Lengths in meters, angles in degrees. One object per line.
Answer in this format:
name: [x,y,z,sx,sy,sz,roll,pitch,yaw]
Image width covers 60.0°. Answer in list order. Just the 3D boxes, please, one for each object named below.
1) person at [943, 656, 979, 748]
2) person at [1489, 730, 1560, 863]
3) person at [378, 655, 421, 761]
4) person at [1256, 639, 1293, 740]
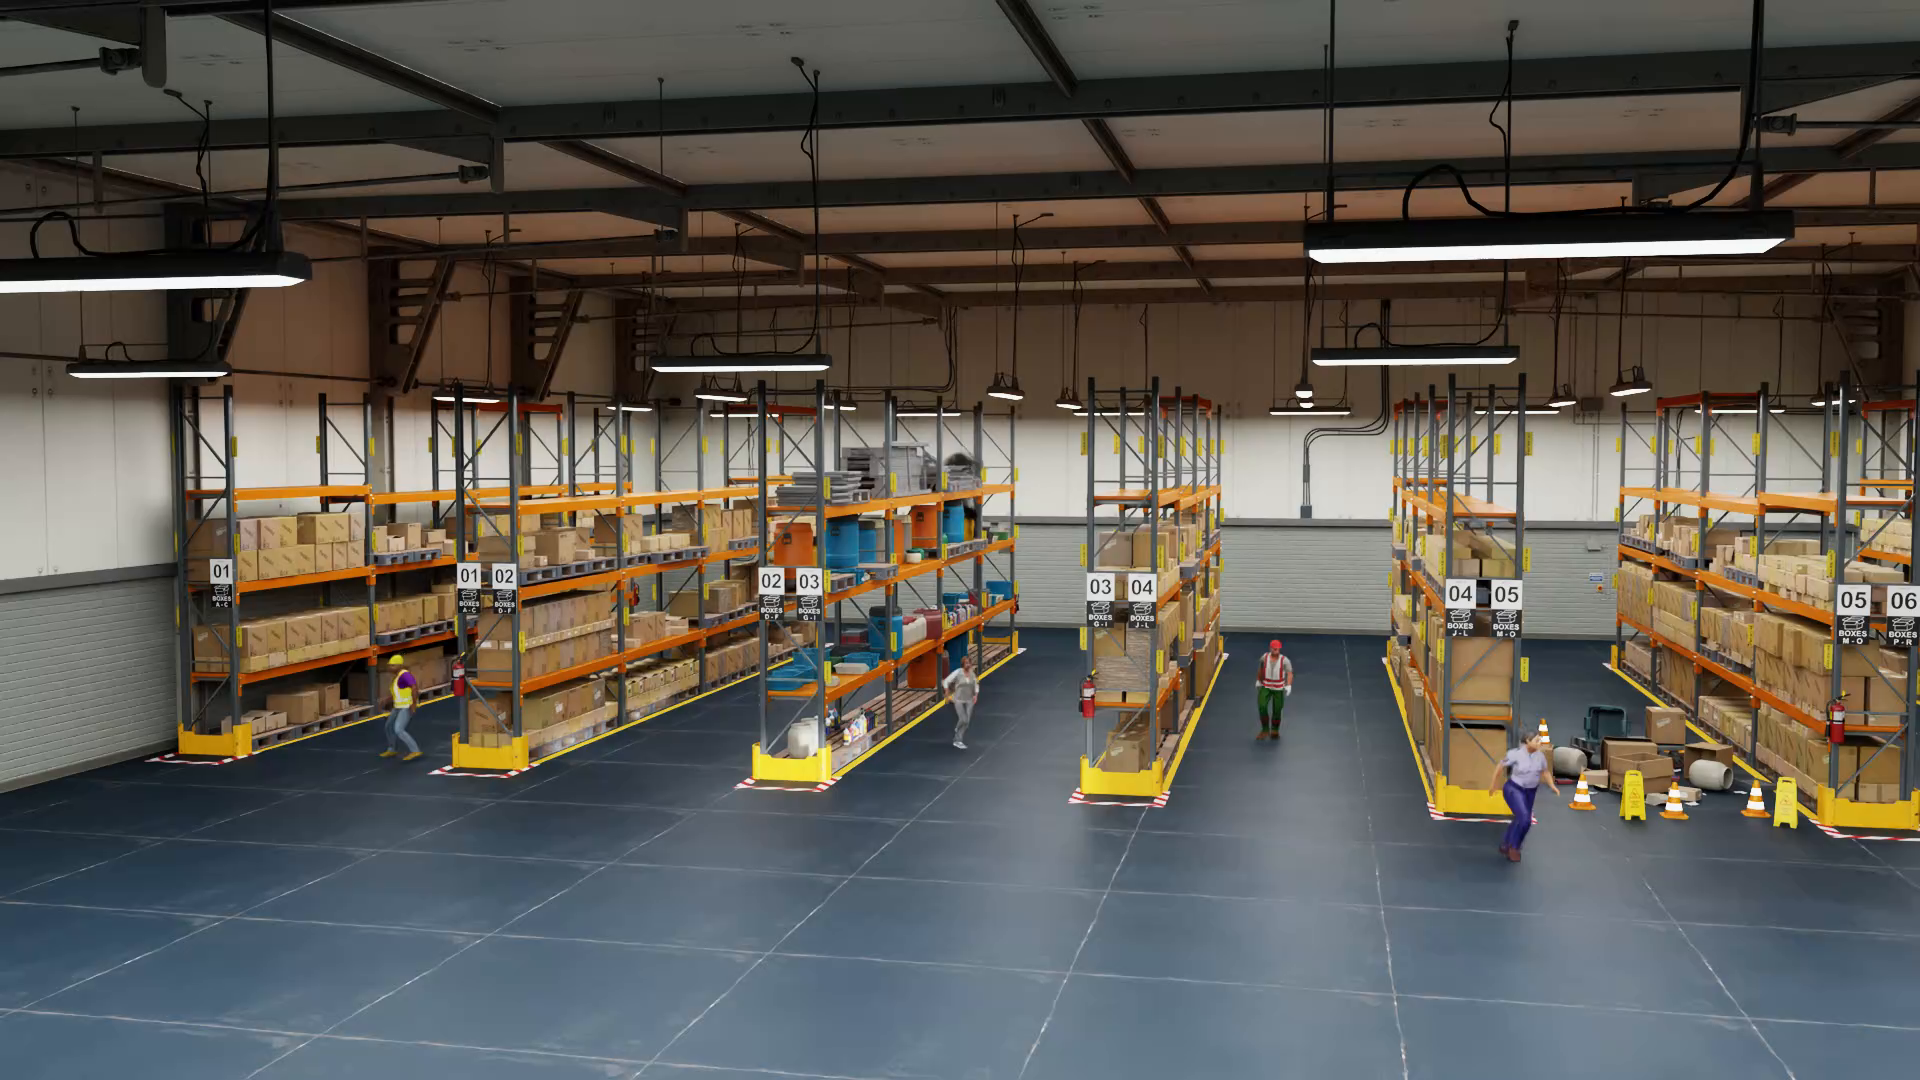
person: [0.034,2.689,27.528,0.610,1.553,0.507,-1,3,-22]
person: [6.811,3.075,20.040,0.585,1.581,0.792,-1,4,-25]
person: [-9.015,2.681,26.597,0.552,1.683,0.883,-2,4,-37]
person: [5.382,2.548,28.488,0.644,1.731,0.753,1,3,14]
